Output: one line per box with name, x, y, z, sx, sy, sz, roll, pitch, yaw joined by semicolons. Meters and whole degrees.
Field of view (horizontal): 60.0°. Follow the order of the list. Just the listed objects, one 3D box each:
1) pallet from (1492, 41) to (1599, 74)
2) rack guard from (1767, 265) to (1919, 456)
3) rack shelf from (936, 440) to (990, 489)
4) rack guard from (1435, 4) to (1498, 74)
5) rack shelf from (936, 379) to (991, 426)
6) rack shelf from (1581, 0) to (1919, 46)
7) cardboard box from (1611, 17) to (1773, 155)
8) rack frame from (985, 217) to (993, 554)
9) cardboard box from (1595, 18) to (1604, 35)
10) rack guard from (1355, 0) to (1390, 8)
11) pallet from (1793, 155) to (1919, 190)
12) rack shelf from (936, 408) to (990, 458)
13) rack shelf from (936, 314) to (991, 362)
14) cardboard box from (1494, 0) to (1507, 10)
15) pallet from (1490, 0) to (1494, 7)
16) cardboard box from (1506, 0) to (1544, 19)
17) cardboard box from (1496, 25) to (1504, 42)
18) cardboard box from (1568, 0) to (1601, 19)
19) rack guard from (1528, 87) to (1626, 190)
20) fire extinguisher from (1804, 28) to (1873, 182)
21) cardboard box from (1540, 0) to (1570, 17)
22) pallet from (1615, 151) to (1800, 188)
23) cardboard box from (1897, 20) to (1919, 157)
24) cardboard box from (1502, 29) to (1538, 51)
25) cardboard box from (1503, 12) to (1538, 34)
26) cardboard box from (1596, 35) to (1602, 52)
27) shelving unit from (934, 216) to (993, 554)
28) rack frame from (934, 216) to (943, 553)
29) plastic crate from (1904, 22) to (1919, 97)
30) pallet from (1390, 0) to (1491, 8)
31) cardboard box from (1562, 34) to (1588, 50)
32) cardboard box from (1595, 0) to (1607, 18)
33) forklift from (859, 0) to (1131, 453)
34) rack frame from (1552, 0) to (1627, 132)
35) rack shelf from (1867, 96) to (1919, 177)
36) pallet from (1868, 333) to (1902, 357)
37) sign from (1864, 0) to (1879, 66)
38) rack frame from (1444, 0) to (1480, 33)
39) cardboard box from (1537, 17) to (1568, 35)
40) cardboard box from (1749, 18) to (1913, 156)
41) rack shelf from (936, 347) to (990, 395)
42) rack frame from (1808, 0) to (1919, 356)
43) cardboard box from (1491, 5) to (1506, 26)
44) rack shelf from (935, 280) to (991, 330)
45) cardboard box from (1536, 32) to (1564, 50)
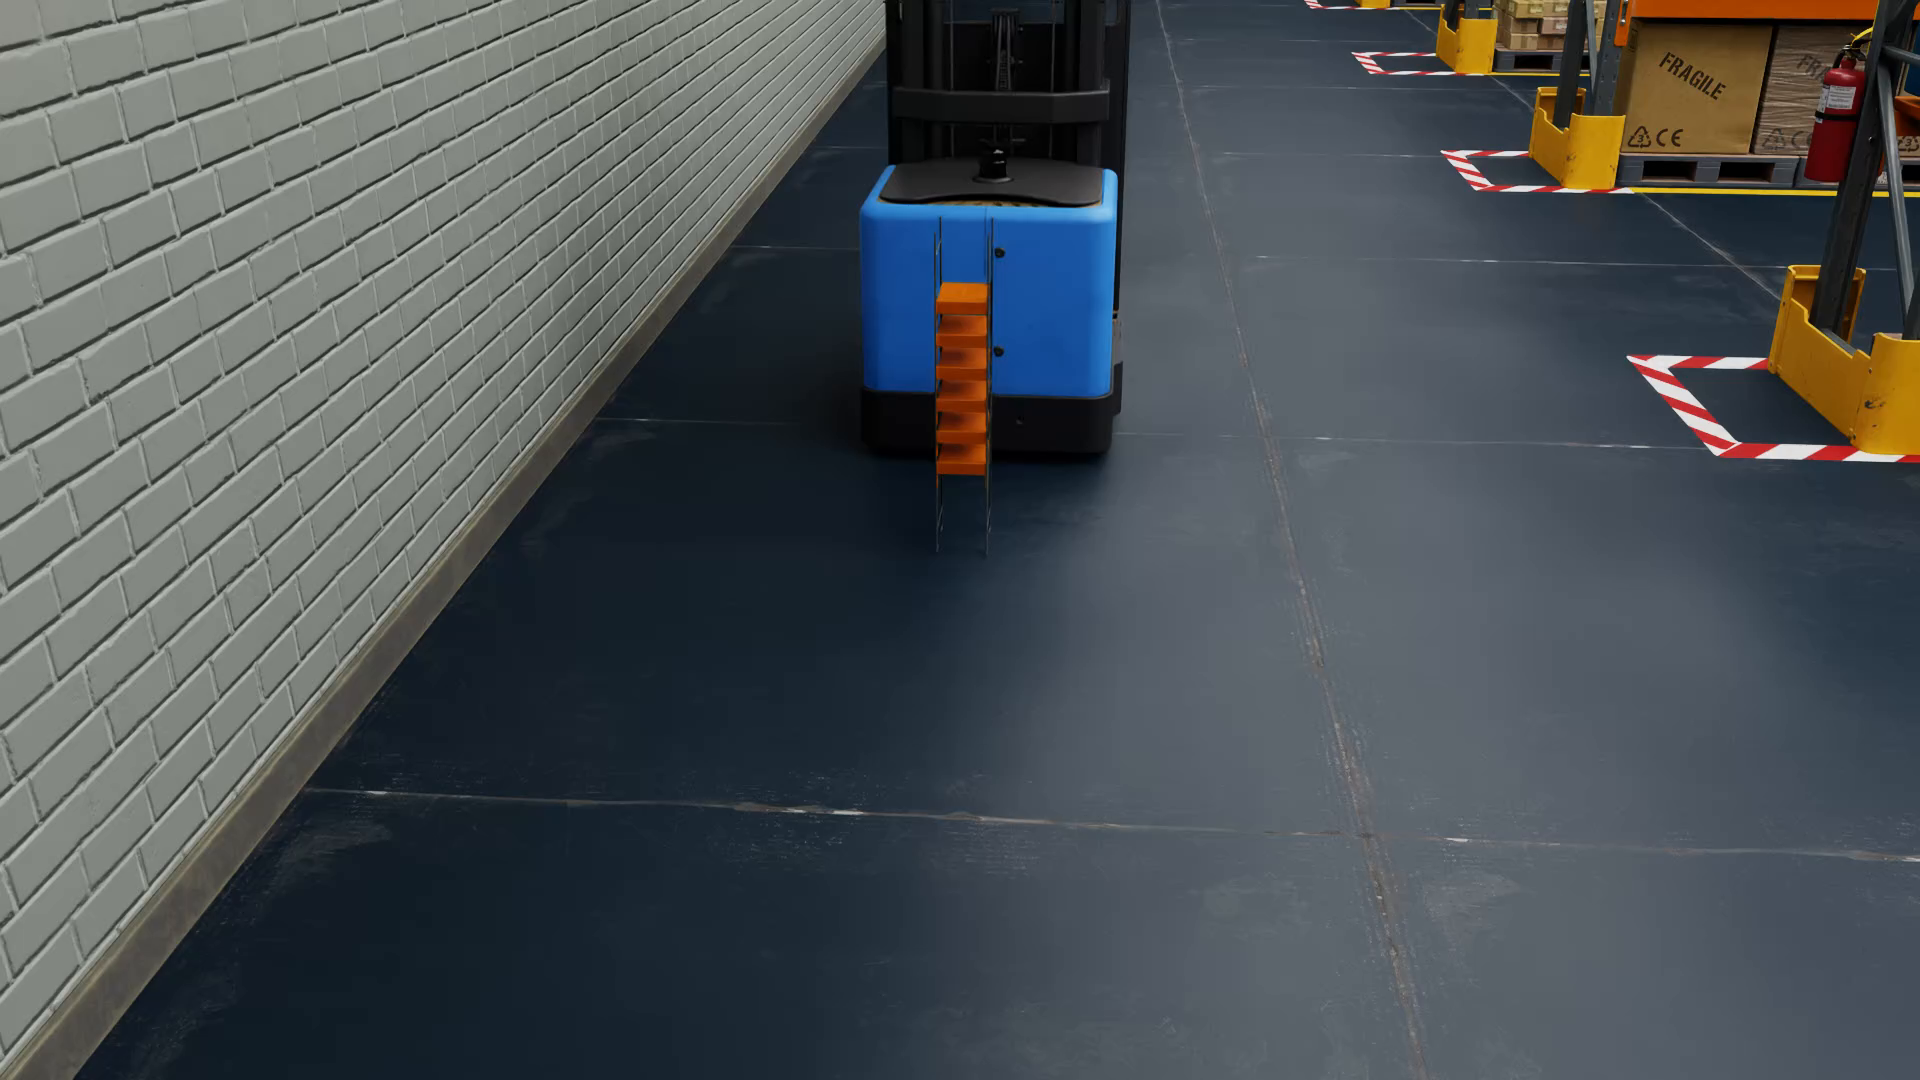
pallet;5.805;-4.788;16.403;1.213;0.211;1.003;2;25;4
rack guard;4.037;-0.829;7.454;0.348;0.500;1.175;2;25;4
rack shelf;0.014;-0.286;6.117;0.180;0.103;0.258;2;25;4
rack guard;4.997;-4.960;16.431;0.348;0.500;1.175;2;25;4
rack shelf;0.014;-0.504;6.017;0.180;0.103;0.258;2;25;4
rack shelf;6.435;-3.643;11.439;4.000;0.370;1.077;2;25;4
cardboard box;5.085;-3.272;11.812;0.875;0.875;0.875;2;25;4
rack frame;0.106;-0.542;5.992;0.006;1.200;0.240;2;25;4
cardboard box;6.191;-4.948;15.968;0.250;0.149;0.380;3;25;6
rack guard;5.176;-7.029;20.929;0.348;0.500;1.175;2;25;4
pallet;6.457;-2.734;11.939;1.213;0.211;1.003;2;25;4
rack shelf;0.014;-0.395;6.067;0.180;0.103;0.258;2;25;4
rack shelf;0.014;-0.722;5.916;0.180;0.103;0.258;2;25;4
cardboard box;5.469;-5.352;16.490;0.250;0.149;0.380;2;25;5
pallet;7.216;-6.864;20.915;1.213;0.211;1.003;2;25;4
cardboard box;5.418;-5.105;15.953;0.250;0.149;0.380;1;25;2
cardboard box;5.462;-5.064;16.574;0.250;0.149;0.380;2;25;5
cardboard box;5.943;-5.085;15.910;0.250;0.149;0.380;2;25;4
rack guard;4.417;-2.899;11.952;0.348;0.500;1.175;2;25;4
fire extinguisher;3.946;-1.959;7.458;0.183;0.674;0.296;2;25;4
cardboard box;5.702;-5.147;16.043;0.250;0.149;0.380;2;25;5
pallet;5.244;-2.774;12.026;1.213;0.211;1.003;2;25;4
cardboard box;6.880;-3.215;11.687;0.875;0.875;0.875;2;25;4
cardboard box;5.419;-4.843;16.095;0.250;0.149;0.380;2;25;5
cardboard box;5.424;-5.005;16.091;0.250;0.149;0.380;3;25;6
cardboard box;6.181;-4.810;16.023;0.250;0.149;0.380;2;25;5
shelving unit;0.014;-0.545;5.998;0.189;1.200;0.258;2;25;4
rack frame;-0.077;-0.548;6.005;0.006;1.200;0.240;2;25;4
plastic crate;4.410;-2.080;7.068;0.499;0.435;0.616;2;25;4
pallet;6.003;-6.904;21.003;1.213;0.211;1.003;2;25;4
cardboard box;5.935;-4.864;16.140;0.250;0.149;0.380;2;25;5
cardboard box;6.197;-5.112;15.967;0.250;0.149;0.380;1;25;1
forklift;0.237;-2.270;7.676;1.130;2.935;3.031;2;25;5
rack frame;4.441;-4.034;11.428;0.127;3.000;1.000;2;25;4
rack shelf;6.056;-1.579;6.953;4.000;0.370;1.077;2;25;4
pallet;4.881;-0.660;7.432;1.213;0.211;1.003;2;25;4
sign;4.088;-2.273;7.407;0.005;0.325;0.100;2;25;4
rack frame;4.922;-6.098;15.914;0.127;3.000;1.000;2;25;4
cardboard box;5.693;-4.973;16.021;0.250;0.149;0.380;2;25;4
cardboard box;5.993;-3.243;11.749;0.875;0.875;0.875;2;25;4
rack shelf;0.014;-0.613;5.967;0.180;0.103;0.258;2;25;4
rack frame;4.062;-1.970;6.942;0.127;3.000;1.000;2;25;4
cardboard box;5.470;-5.231;16.581;0.250;0.149;0.380;1;25;3
rack shelf;0.014;-0.831;5.866;0.180;0.103;0.258;2;25;4
cardboard box;5.687;-4.869;16.151;0.250;0.149;0.380;2;25;4
